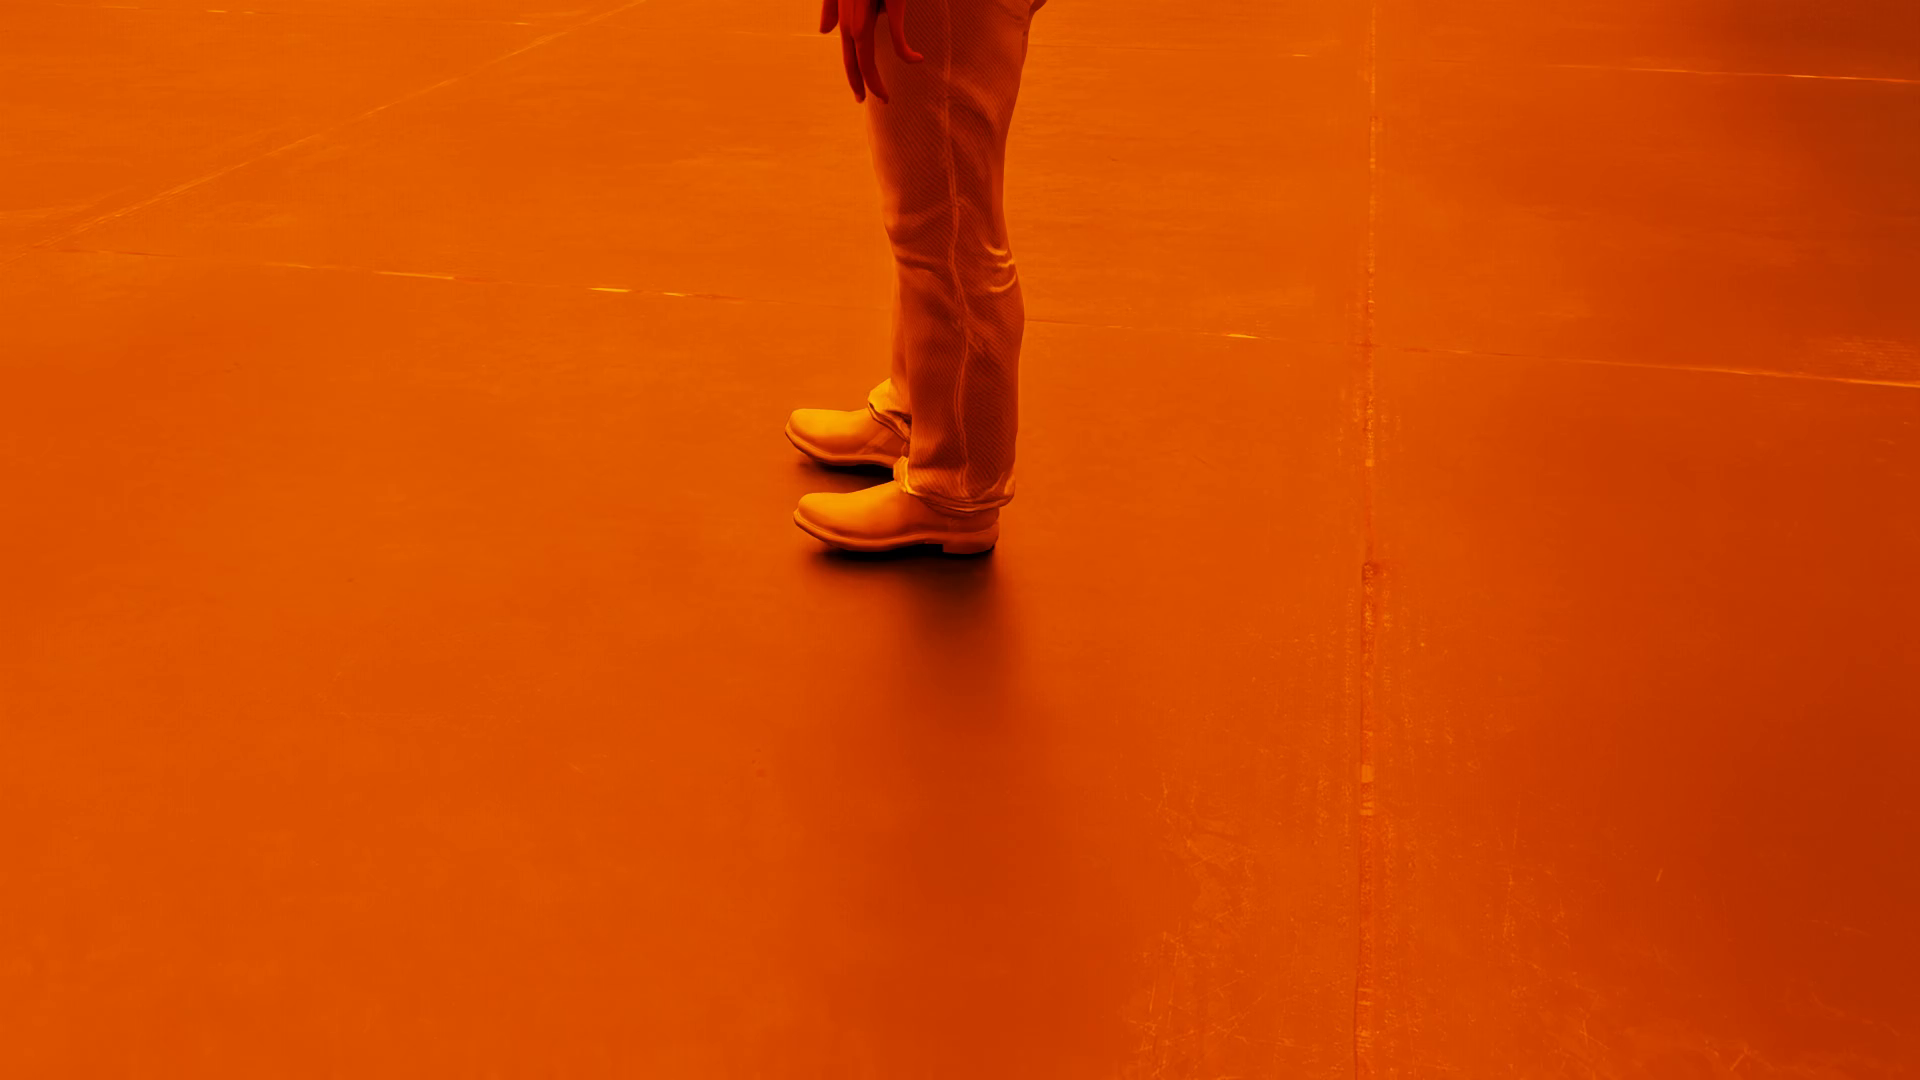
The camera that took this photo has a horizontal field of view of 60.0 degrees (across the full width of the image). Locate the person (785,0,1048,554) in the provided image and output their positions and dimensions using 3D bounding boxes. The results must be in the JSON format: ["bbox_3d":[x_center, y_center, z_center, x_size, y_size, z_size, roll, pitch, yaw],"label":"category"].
[{"bbox_3d":[-0.066,-0.805,2.118,0.577,1.765,0.665,6,27,11],"label":"person"}]
